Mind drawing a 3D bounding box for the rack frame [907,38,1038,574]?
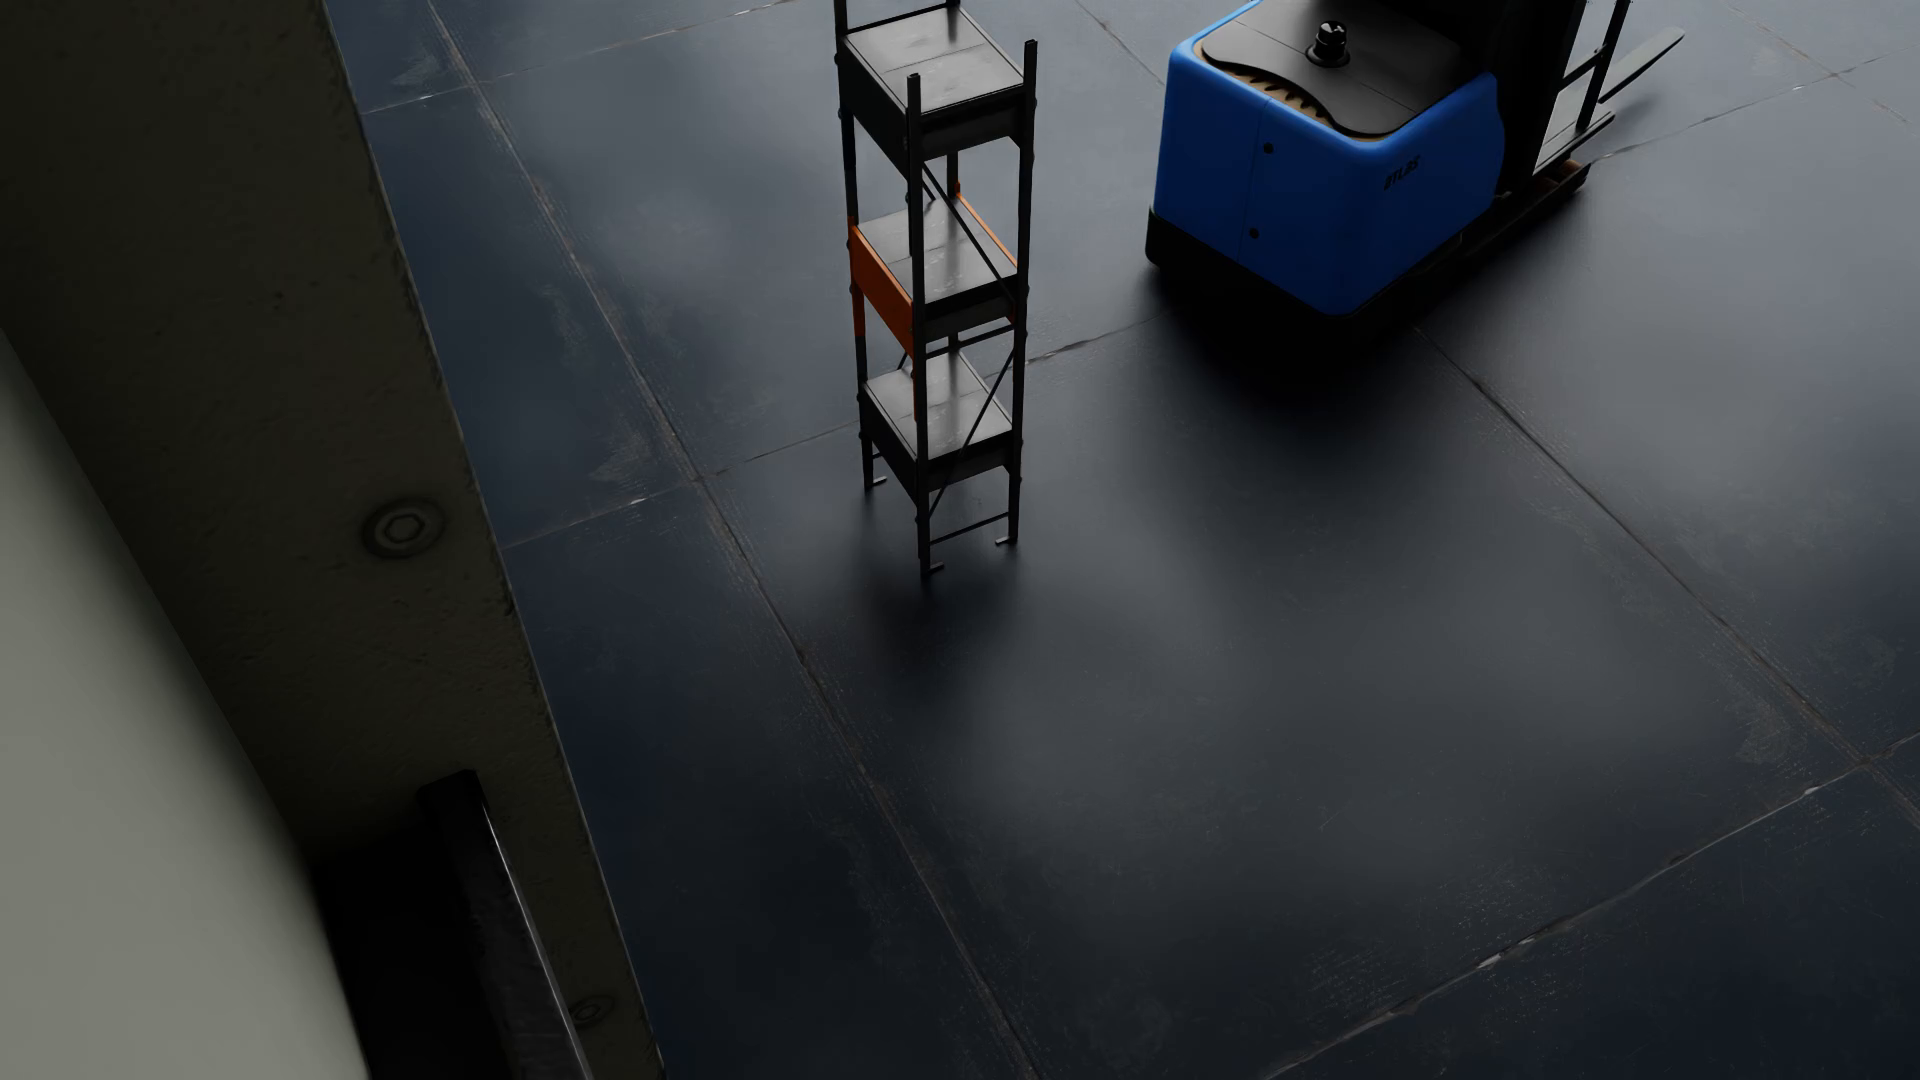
[{"bbox_3d":[0.036,-0.639,5.377,0.400,2.100,0.015,-21,52,-18],"label":"rack frame"}]

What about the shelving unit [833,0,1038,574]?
[{"bbox_3d":[-0.076,-0.802,5.520,0.431,2.100,0.503,-21,52,-18],"label":"shelving unit"}]

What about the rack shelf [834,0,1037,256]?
[{"bbox_3d":[-0.076,-1.254,5.004,0.431,0.518,0.480,-21,52,-18],"label":"rack shelf"}]

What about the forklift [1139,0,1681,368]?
[{"bbox_3d":[2.179,-2.657,6.590,3.031,2.935,1.130,-36,58,-27],"label":"forklift"}]

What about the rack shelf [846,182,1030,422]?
[{"bbox_3d":[-0.076,-0.793,5.530,0.431,0.518,0.480,-21,52,-18],"label":"rack shelf"}]

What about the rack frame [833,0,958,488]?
[{"bbox_3d":[-0.187,-0.965,5.663,0.400,2.100,0.015,-21,52,-18],"label":"rack frame"}]

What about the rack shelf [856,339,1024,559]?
[{"bbox_3d":[-0.076,-0.332,6.057,0.431,0.518,0.480,-21,52,-18],"label":"rack shelf"}]
